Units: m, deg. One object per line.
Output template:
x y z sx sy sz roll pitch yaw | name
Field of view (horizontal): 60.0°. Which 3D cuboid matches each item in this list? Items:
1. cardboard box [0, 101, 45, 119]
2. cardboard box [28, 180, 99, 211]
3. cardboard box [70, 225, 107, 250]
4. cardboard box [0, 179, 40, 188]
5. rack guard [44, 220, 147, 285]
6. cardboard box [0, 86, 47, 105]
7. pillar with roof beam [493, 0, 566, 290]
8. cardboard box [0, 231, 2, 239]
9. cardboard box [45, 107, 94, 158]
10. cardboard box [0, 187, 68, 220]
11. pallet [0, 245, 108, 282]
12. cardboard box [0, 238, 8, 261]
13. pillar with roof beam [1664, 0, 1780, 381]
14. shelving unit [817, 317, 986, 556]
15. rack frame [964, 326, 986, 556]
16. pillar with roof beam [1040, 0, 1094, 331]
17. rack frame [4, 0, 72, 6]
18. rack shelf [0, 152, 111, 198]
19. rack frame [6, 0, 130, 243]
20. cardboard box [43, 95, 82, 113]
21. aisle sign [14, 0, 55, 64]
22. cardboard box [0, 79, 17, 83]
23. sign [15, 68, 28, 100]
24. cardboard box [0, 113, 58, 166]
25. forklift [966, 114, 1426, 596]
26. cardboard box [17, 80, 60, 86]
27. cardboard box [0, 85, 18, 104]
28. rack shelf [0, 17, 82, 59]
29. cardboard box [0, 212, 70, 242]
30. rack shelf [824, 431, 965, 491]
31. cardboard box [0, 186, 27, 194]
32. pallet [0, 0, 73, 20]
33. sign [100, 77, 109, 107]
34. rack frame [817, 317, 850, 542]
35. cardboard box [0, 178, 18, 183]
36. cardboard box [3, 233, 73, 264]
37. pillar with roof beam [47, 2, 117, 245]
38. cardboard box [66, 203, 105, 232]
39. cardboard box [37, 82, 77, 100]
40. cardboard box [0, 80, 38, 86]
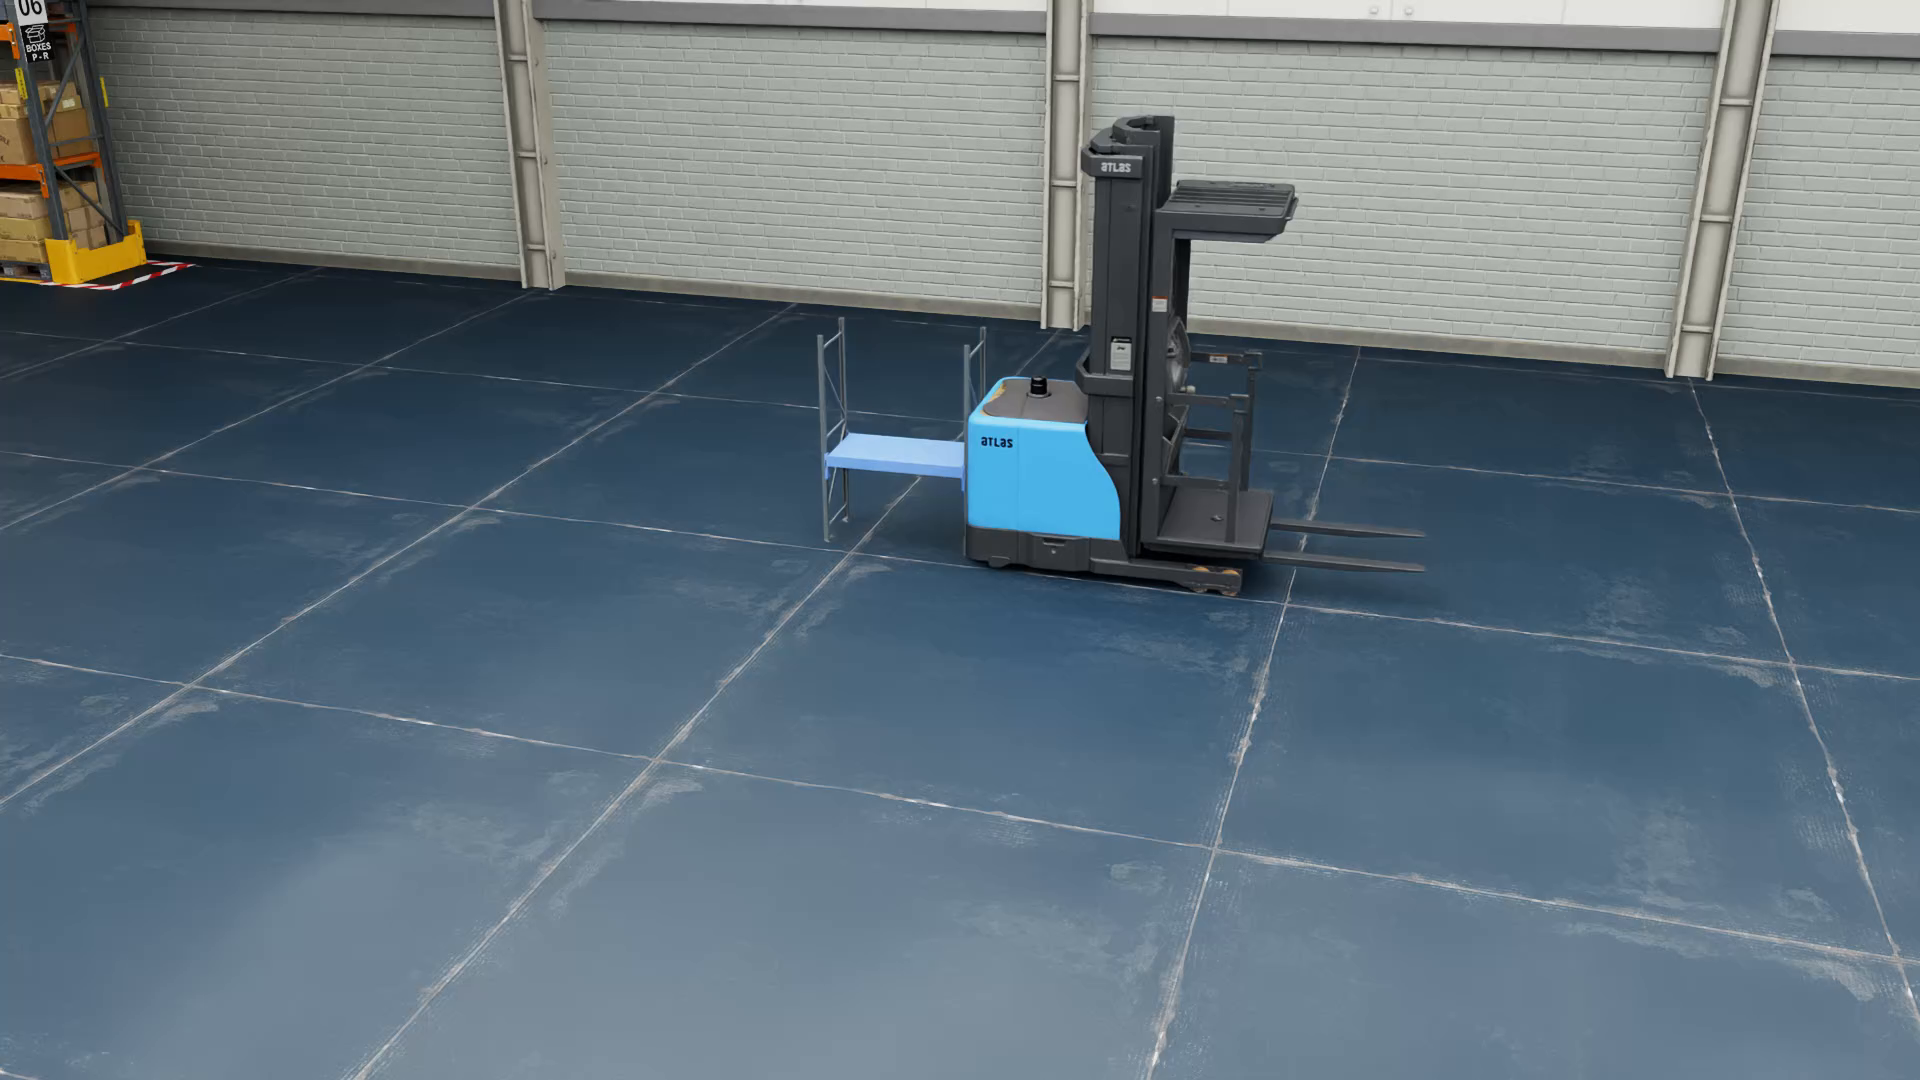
-10.436 -4.789 18.506 0.250 0.149 0.380 7 23 16 | cardboard box
-10.428 -4.013 19.352 0.500 0.250 0.500 6 23 15 | cardboard box
-10.437 -3.554 19.550 0.500 0.250 0.500 7 23 16 | cardboard box
-10.908 -4.066 19.483 0.500 0.250 0.500 7 23 16 | cardboard box
-10.000 -3.347 19.272 0.348 0.500 1.175 7 23 16 | rack guard
-10.427 -4.953 18.514 0.250 0.149 0.380 7 23 16 | cardboard box
-5.928 -5.464 13.233 0.400 9.000 9.100 7 23 16 | pillar with roof beam
-11.056 -3.659 19.148 0.500 0.250 0.500 6 23 15 | cardboard box
-10.417 -4.708 19.163 0.500 0.500 0.500 7 23 17 | cardboard box
-10.554 -3.828 18.903 0.500 0.250 0.500 7 23 17 | cardboard box
-10.767 -3.285 19.500 1.213 0.211 1.003 7 23 16 | pallet
-11.037 -3.423 19.233 0.500 0.250 0.500 7 23 15 | cardboard box
5.560 -4.148 10.026 0.400 9.000 9.100 7 23 16 | pillar with roof beam
-0.391 -0.723 11.557 1.048 1.500 0.538 5 23 13 | shelving unit
0.102 -0.676 11.442 0.032 1.500 0.500 5 23 13 | rack frame
-0.184 -4.806 11.629 0.400 9.000 9.100 7 23 16 | pillar with roof beam
-10.023 -7.282 17.665 0.127 3.000 1.000 7 23 16 | rack frame
-11.938 -4.393 19.475 4.000 0.370 1.077 7 23 16 | rack shelf
-10.023 -4.506 18.804 0.127 3.000 1.000 7 23 16 | rack frame
-10.273 -4.984 18.982 0.250 0.149 0.380 6 23 14 | cardboard box
-10.045 -5.595 18.033 0.004 0.787 0.394 7 23 16 | aisle sign
-11.013 -5.202 19.121 0.250 0.149 0.380 7 23 16 | cardboard box
-10.193 -4.956 18.062 0.005 0.325 0.100 7 23 16 | sign
-10.570 -4.511 18.684 0.500 0.500 0.500 6 23 14 | cardboard box
1.614 -1.216 10.871 3.031 2.935 1.130 5 23 13 | forklift
-10.519 -5.157 19.011 0.250 0.149 0.380 7 23 17 | cardboard box
-10.672 -4.969 18.553 0.250 0.149 0.380 7 23 16 | cardboard box
-11.938 -5.781 18.905 4.000 0.370 1.077 7 23 16 | rack shelf
-10.579 -3.600 19.004 0.500 0.250 0.500 6 23 15 | cardboard box
-0.391 -0.557 11.626 1.000 0.185 0.538 5 23 13 | rack shelf
-11.044 -3.882 19.034 0.500 0.250 0.500 7 23 16 | cardboard box
-10.692 -5.940 18.463 1.213 0.211 1.003 7 23 16 | pallet
-9.857 -5.145 19.114 0.005 0.325 0.100 7 23 16 | sign
-0.884 -0.771 11.673 0.032 1.500 0.500 5 23 13 | rack frame
-11.383 -4.125 19.626 0.500 0.250 0.500 6 23 15 | cardboard box
-10.564 -3.365 19.092 0.500 0.250 0.500 7 23 16 | cardboard box
-11.673 -6.122 14.836 0.400 9.000 9.100 7 23 16 | pillar with roof beam
-10.413 -3.787 19.461 0.500 0.250 0.500 7 23 16 | cardboard box
-10.283 -5.105 18.884 0.250 0.149 0.380 6 23 14 | cardboard box
-10.780 -5.170 19.042 0.250 0.149 0.380 7 23 17 | cardboard box
